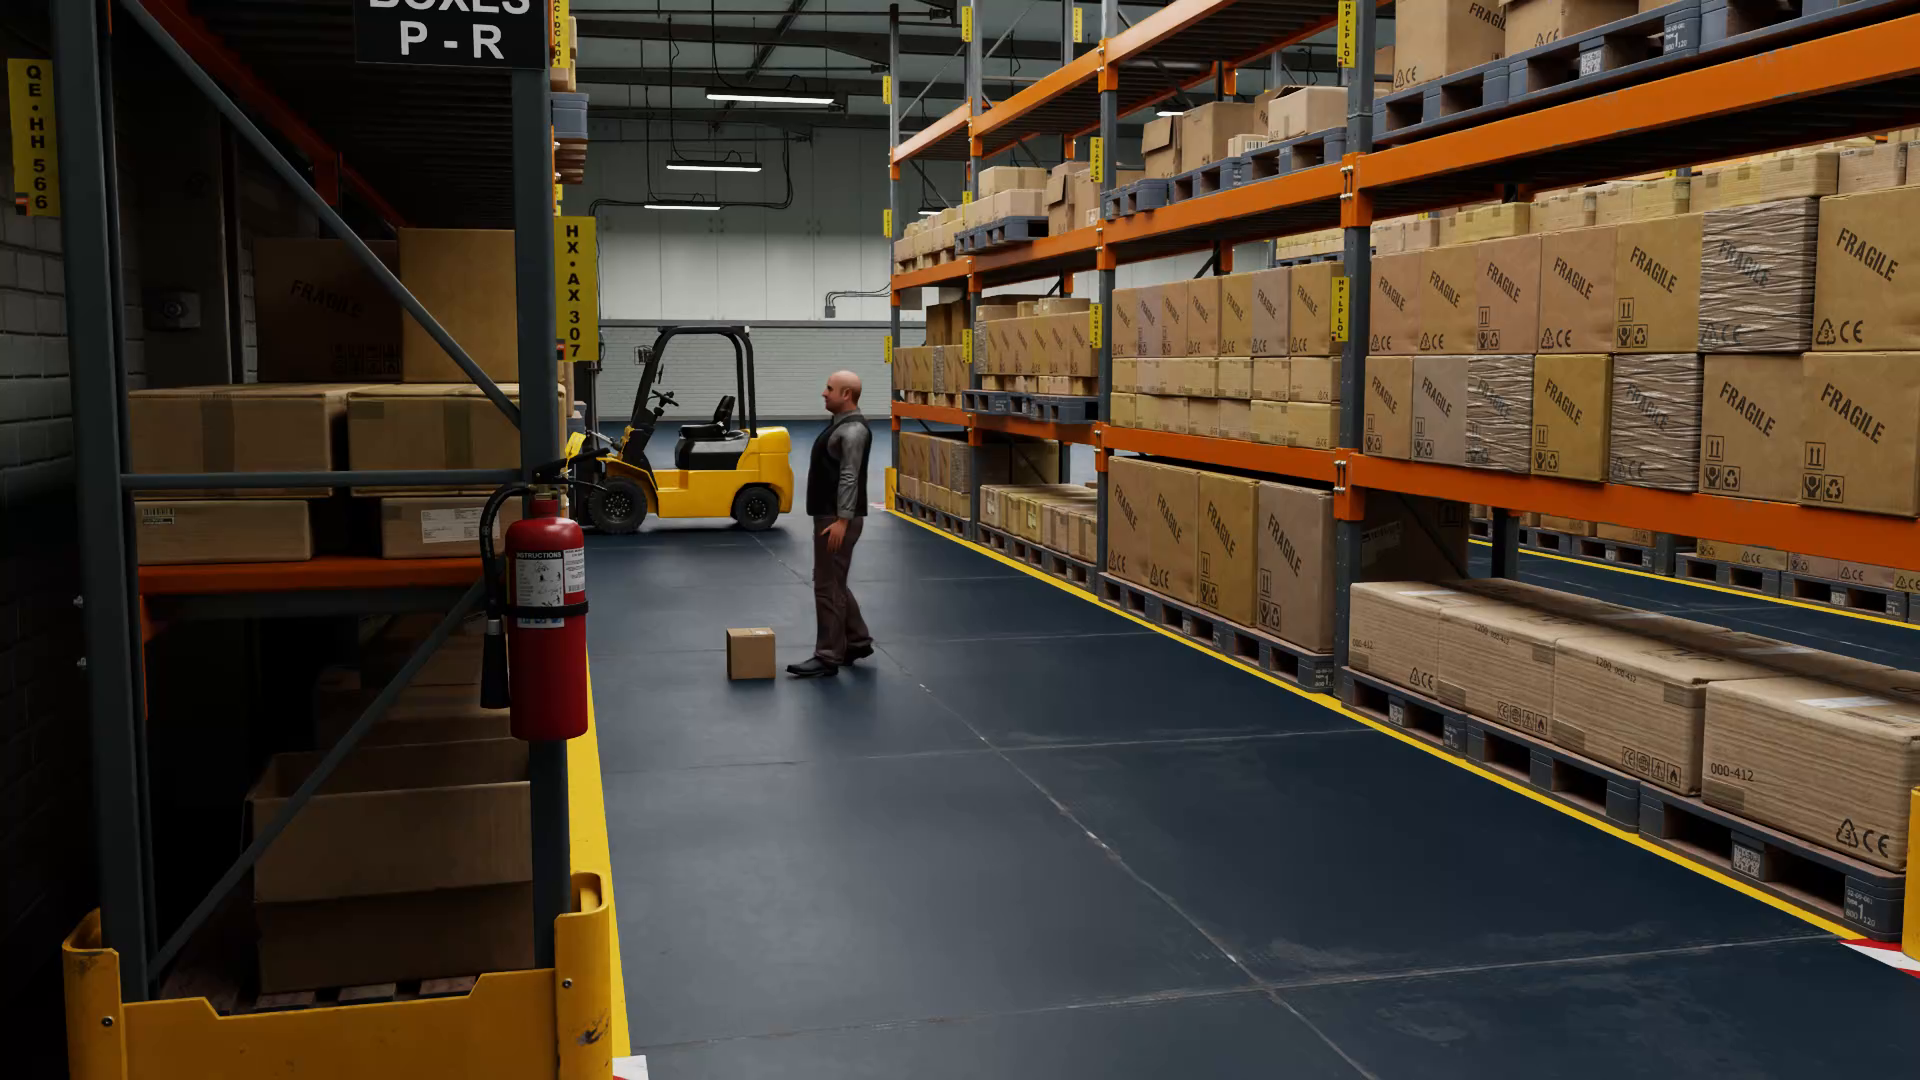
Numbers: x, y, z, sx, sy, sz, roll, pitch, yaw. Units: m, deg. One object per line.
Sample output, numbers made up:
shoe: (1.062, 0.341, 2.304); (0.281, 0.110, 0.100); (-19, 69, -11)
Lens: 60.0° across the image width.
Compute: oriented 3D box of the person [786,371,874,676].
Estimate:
person: (-0.742, -0.090, 9.494); (0.524, 1.746, 0.576); (-1, 6, -8)
